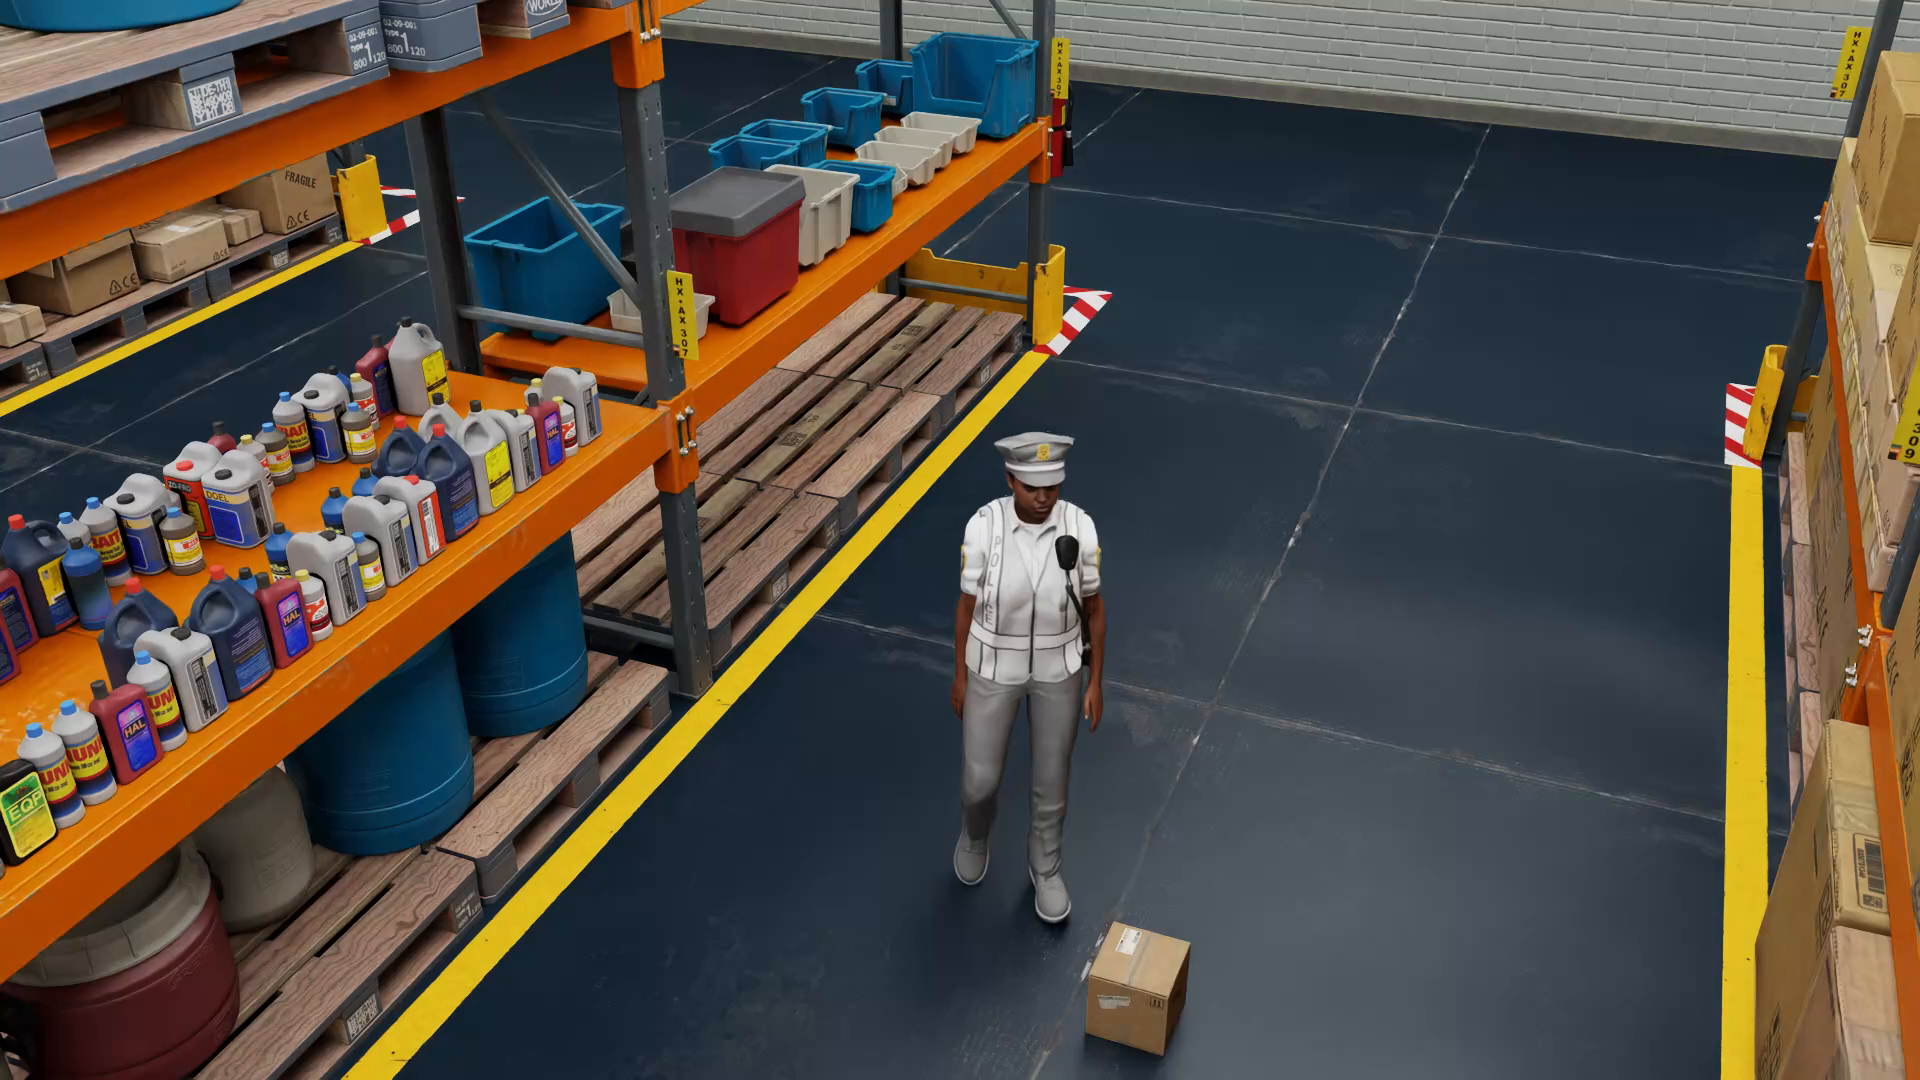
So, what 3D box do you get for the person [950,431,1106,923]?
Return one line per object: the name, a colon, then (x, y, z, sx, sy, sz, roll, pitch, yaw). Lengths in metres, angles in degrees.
person: (0.218, 0.447, 5.288, 0.490, 1.699, 0.447, -3, 30, -4)
